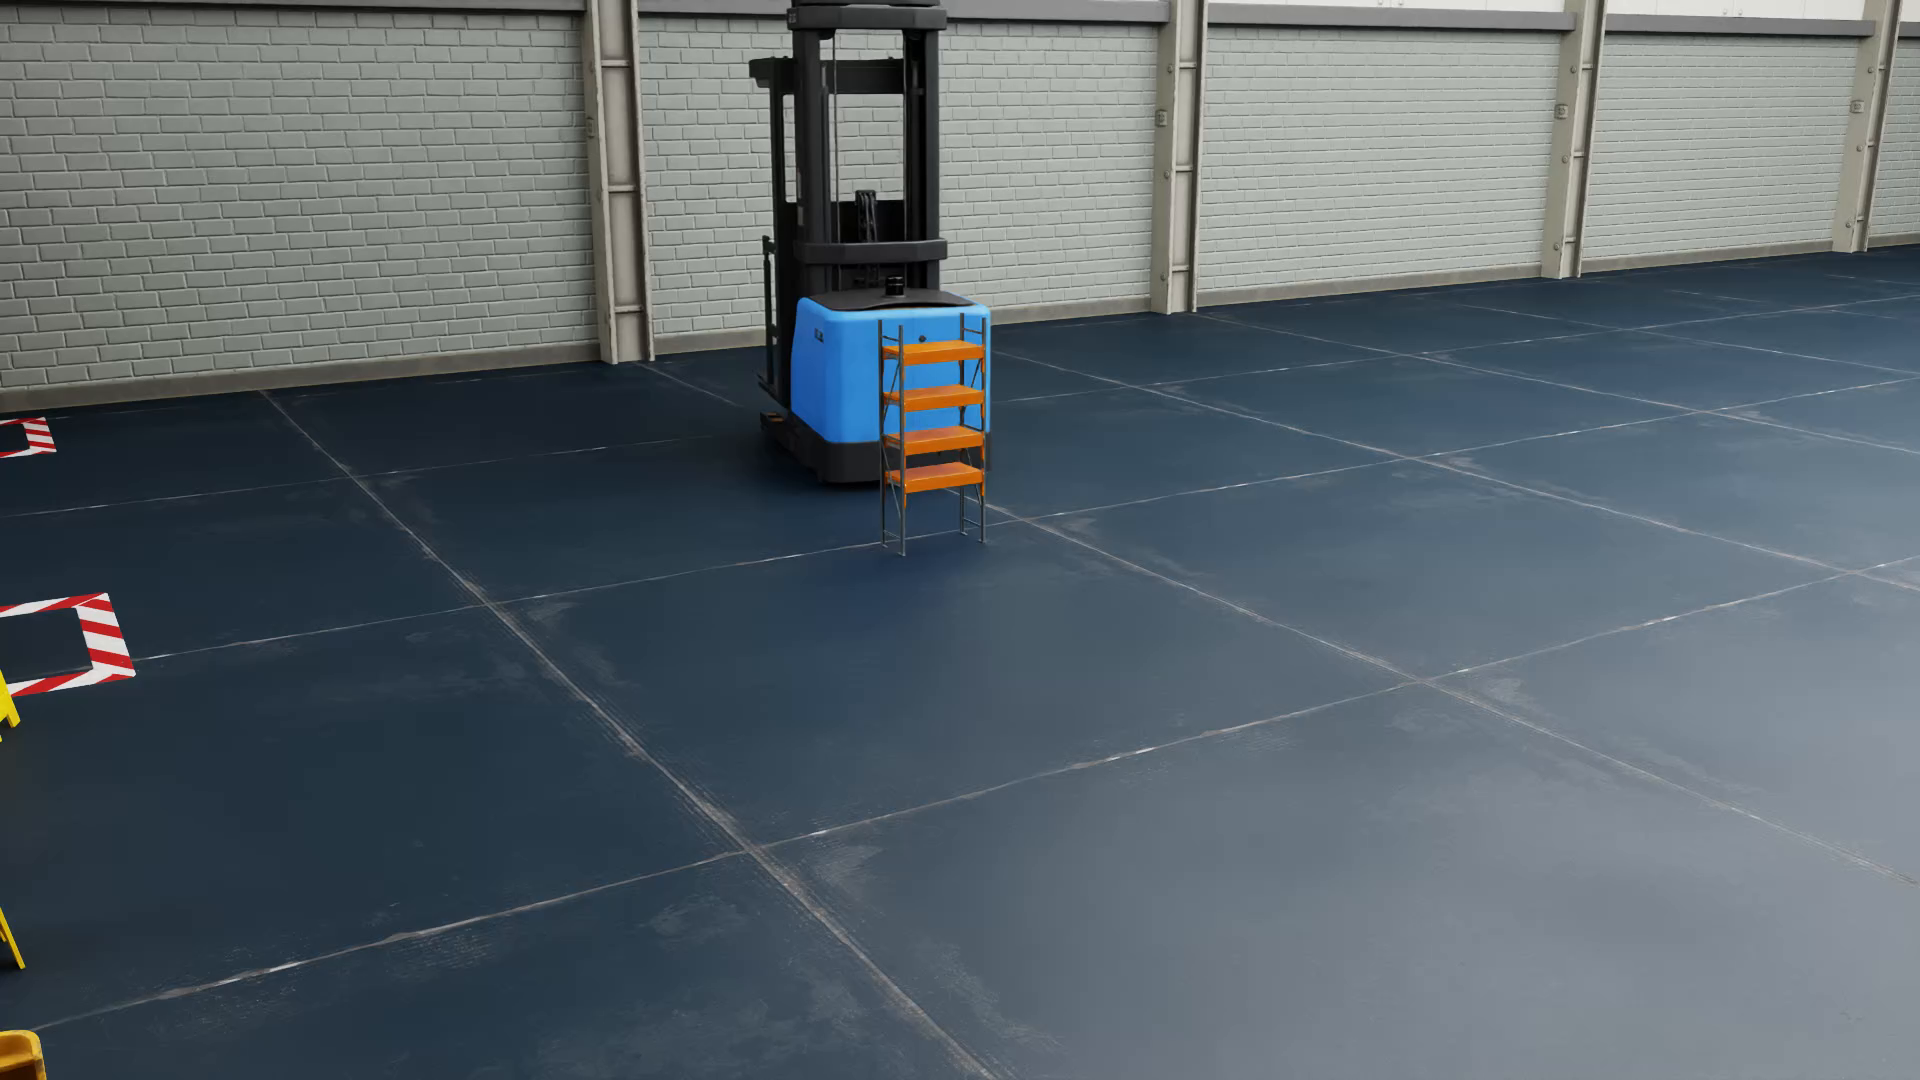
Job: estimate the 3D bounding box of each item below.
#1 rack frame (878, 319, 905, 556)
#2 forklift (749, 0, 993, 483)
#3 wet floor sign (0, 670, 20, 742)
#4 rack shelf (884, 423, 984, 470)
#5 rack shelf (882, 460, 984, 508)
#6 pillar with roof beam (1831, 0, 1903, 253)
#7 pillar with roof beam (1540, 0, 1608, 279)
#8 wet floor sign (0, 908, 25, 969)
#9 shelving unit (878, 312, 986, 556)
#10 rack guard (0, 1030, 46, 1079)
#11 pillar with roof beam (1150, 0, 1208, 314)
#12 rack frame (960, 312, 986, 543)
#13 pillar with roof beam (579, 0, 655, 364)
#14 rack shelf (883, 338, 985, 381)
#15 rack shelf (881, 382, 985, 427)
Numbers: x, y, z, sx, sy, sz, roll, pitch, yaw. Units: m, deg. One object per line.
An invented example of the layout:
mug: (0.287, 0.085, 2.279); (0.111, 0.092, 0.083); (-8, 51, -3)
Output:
rack frame: (-0.351, -0.521, 8.545); (0.015, 1.200, 0.240); (-9, 18, -30)
forklift: (-0.742, -2.104, 10.986); (1.130, 2.935, 3.031); (-5, 16, -17)
wet floor sign: (-3.713, 0.430, 6.179); (0.232, 0.644, 0.267); (-3, 16, -11)
rack shelf: (-0.142, -0.490, 8.684); (0.480, 0.148, 0.258); (-9, 18, -30)
rack shelf: (-0.142, -0.299, 8.738); (0.480, 0.148, 0.258); (-9, 18, -30)
pillar with roof beam: (14.742, -7.413, 18.682); (0.400, 9.000, 9.100); (-9, 18, -30)
pillar with roof beam: (9.599, -6.579, 15.707); (0.400, 9.000, 9.100); (-9, 18, -30)
wet floor sign: (-2.786, 0.878, 4.581); (0.232, 0.644, 0.267); (-13, 20, -39)
shelving unit: (-0.142, -0.555, 8.666); (0.503, 1.200, 0.258); (-9, 18, -30)
rack guard: (-1.770, 1.407, 2.964); (0.348, 0.500, 1.175); (-9, 18, -30)
pillar with roof beam: (4.456, -5.745, 12.732); (0.400, 9.000, 9.100); (-9, 18, -30)
rack frame: (0.067, -0.589, 8.787); (0.015, 1.200, 0.240); (-9, 18, -30)
pillar with roof beam: (-0.687, -4.911, 9.756); (0.400, 9.000, 9.100); (-9, 18, -30)
rack shelf: (-0.142, -0.933, 8.560); (0.480, 0.148, 0.258); (-9, 18, -30)
rack shelf: (-0.142, -0.705, 8.624); (0.480, 0.148, 0.258); (-9, 18, -30)
